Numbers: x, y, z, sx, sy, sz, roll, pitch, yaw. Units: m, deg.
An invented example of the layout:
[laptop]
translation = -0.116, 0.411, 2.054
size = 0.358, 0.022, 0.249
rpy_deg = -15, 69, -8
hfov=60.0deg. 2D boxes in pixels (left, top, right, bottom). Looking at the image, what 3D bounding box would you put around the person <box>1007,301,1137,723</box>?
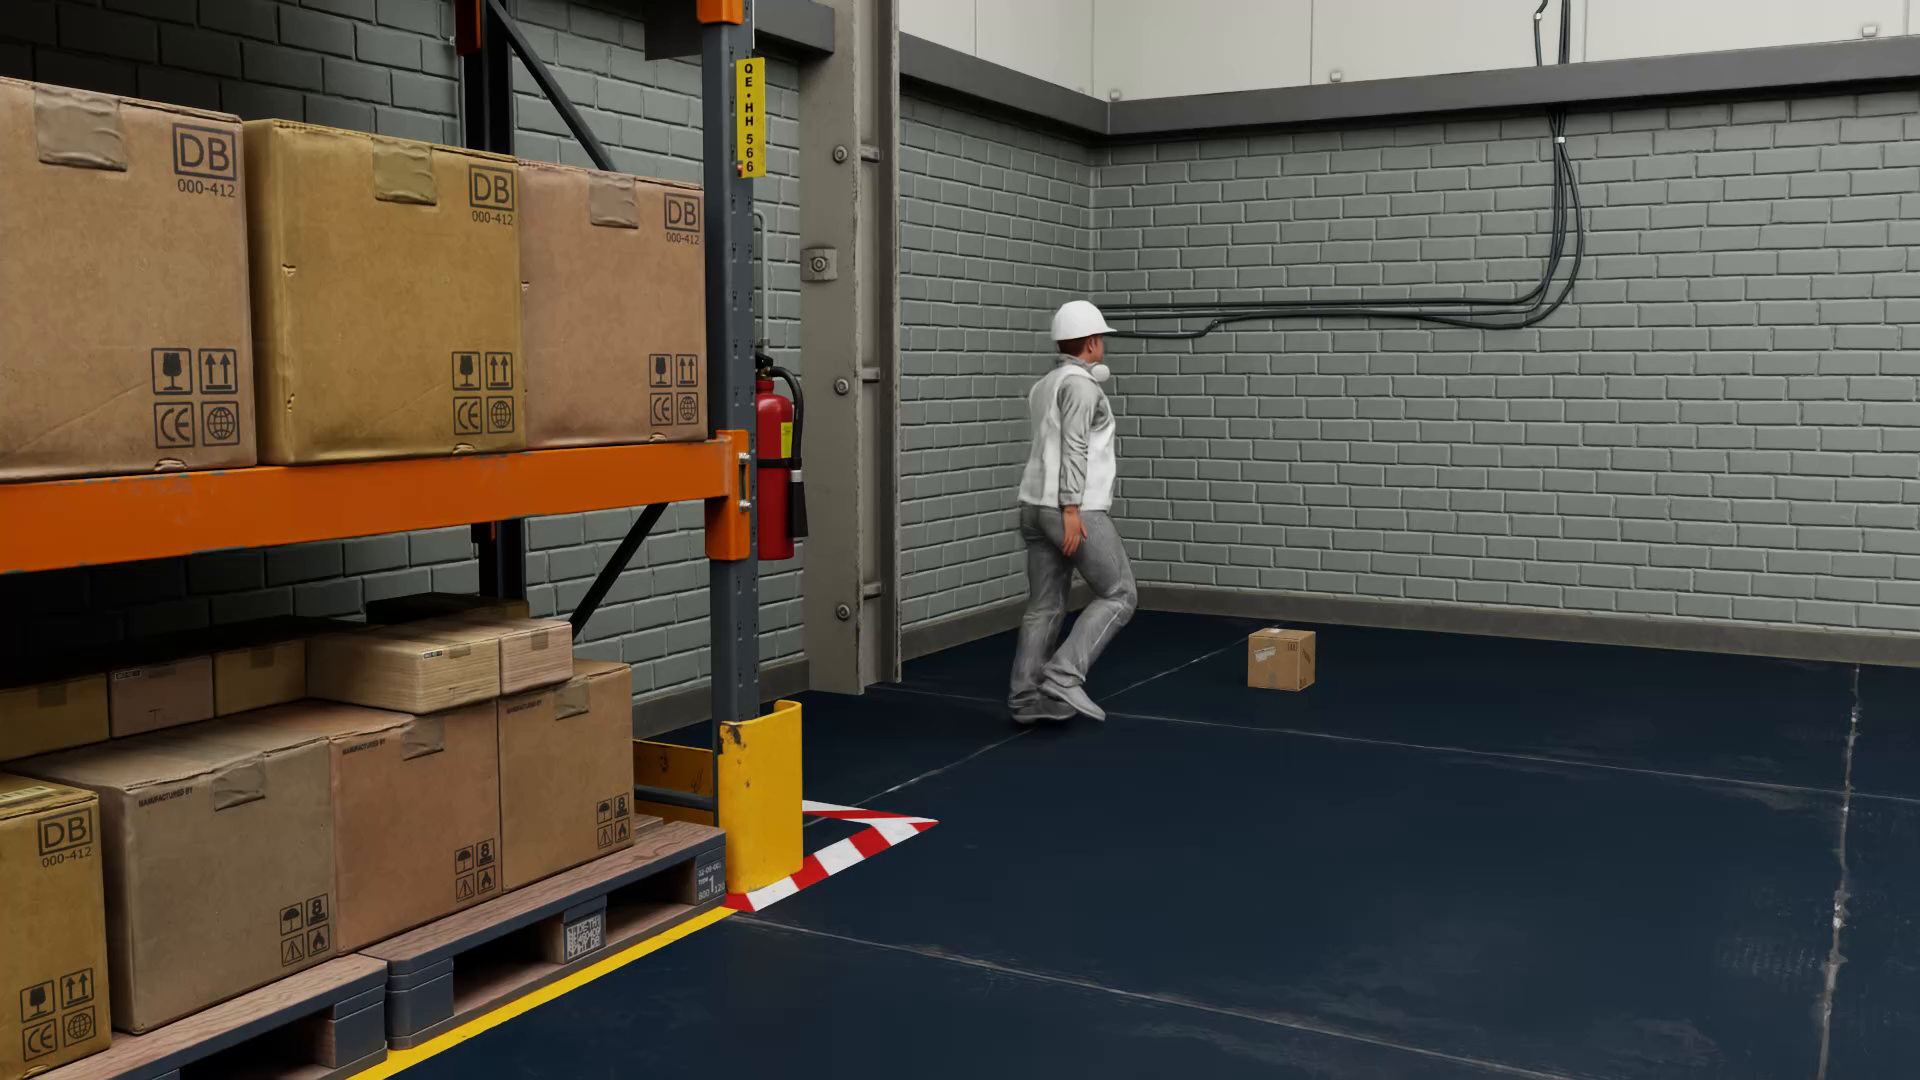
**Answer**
[person]
translation = 0.438, -0.118, 6.972
size = 0.514, 1.758, 0.566
rpy_deg = -2, 6, -23
